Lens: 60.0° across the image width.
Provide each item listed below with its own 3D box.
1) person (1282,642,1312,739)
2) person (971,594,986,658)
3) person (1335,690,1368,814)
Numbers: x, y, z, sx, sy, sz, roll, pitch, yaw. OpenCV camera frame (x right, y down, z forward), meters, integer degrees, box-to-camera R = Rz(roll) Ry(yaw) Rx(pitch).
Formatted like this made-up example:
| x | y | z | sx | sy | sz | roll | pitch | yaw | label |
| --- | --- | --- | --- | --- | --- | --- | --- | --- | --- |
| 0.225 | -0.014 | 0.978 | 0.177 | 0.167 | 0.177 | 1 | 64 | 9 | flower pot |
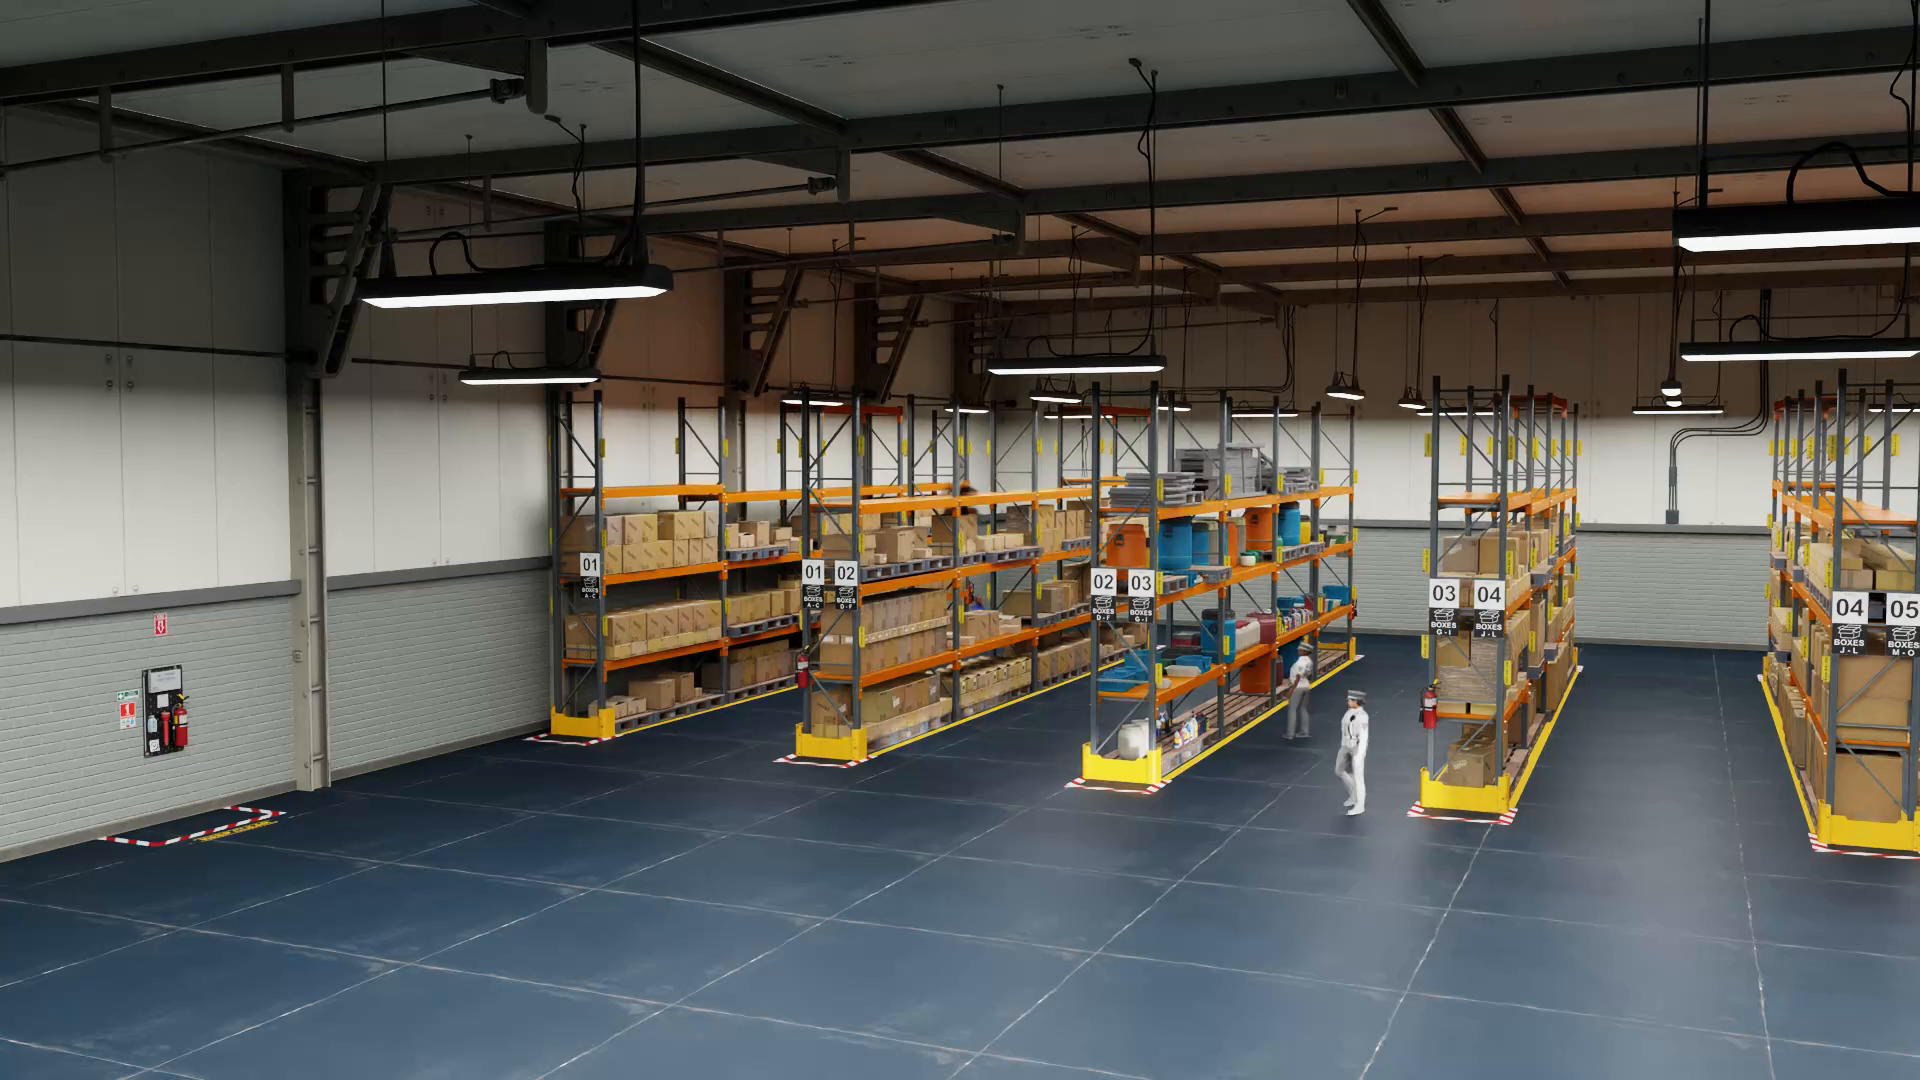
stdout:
| x | y | z | sx | sy | sz | roll | pitch | yaw | label |
| --- | --- | --- | --- | --- | --- | --- | --- | --- | --- |
| 5.808 | 2.586 | 28.597 | 0.467 | 1.683 | 0.523 | 3 | 4 | 39 | person |
| 0.474 | 2.079 | 38.012 | 0.490 | 1.680 | 0.472 | 2 | 4 | 37 | person |
| 5.409 | 2.897 | 22.883 | 0.409 | 1.676 | 0.571 | -1 | 3 | -23 | person |
